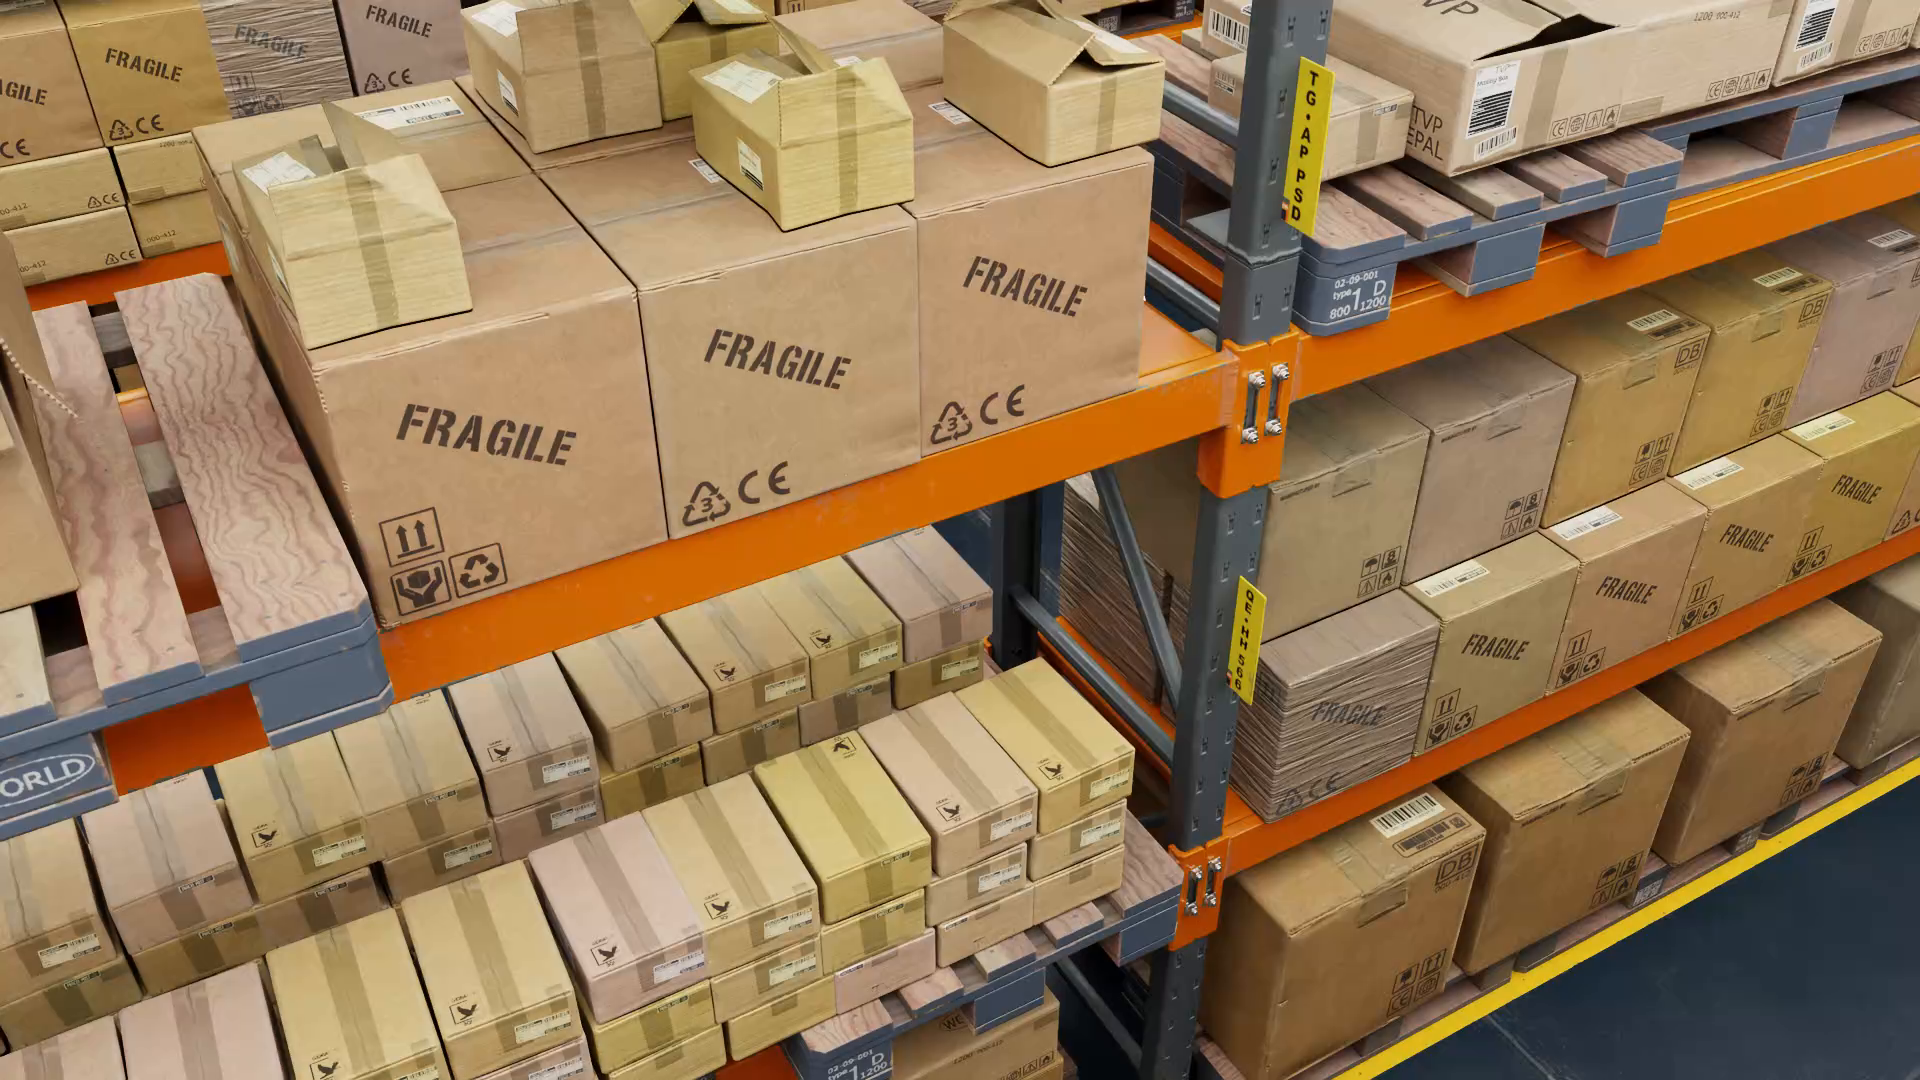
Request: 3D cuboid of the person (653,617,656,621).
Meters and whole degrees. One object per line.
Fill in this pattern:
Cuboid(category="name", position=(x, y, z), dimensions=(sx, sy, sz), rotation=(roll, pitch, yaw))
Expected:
Cuboid(category="person", position=(-1.222, -0.216, 6.392), dimensions=(0.709, 1.754, 0.711), rotation=(-2, 37, -3))
